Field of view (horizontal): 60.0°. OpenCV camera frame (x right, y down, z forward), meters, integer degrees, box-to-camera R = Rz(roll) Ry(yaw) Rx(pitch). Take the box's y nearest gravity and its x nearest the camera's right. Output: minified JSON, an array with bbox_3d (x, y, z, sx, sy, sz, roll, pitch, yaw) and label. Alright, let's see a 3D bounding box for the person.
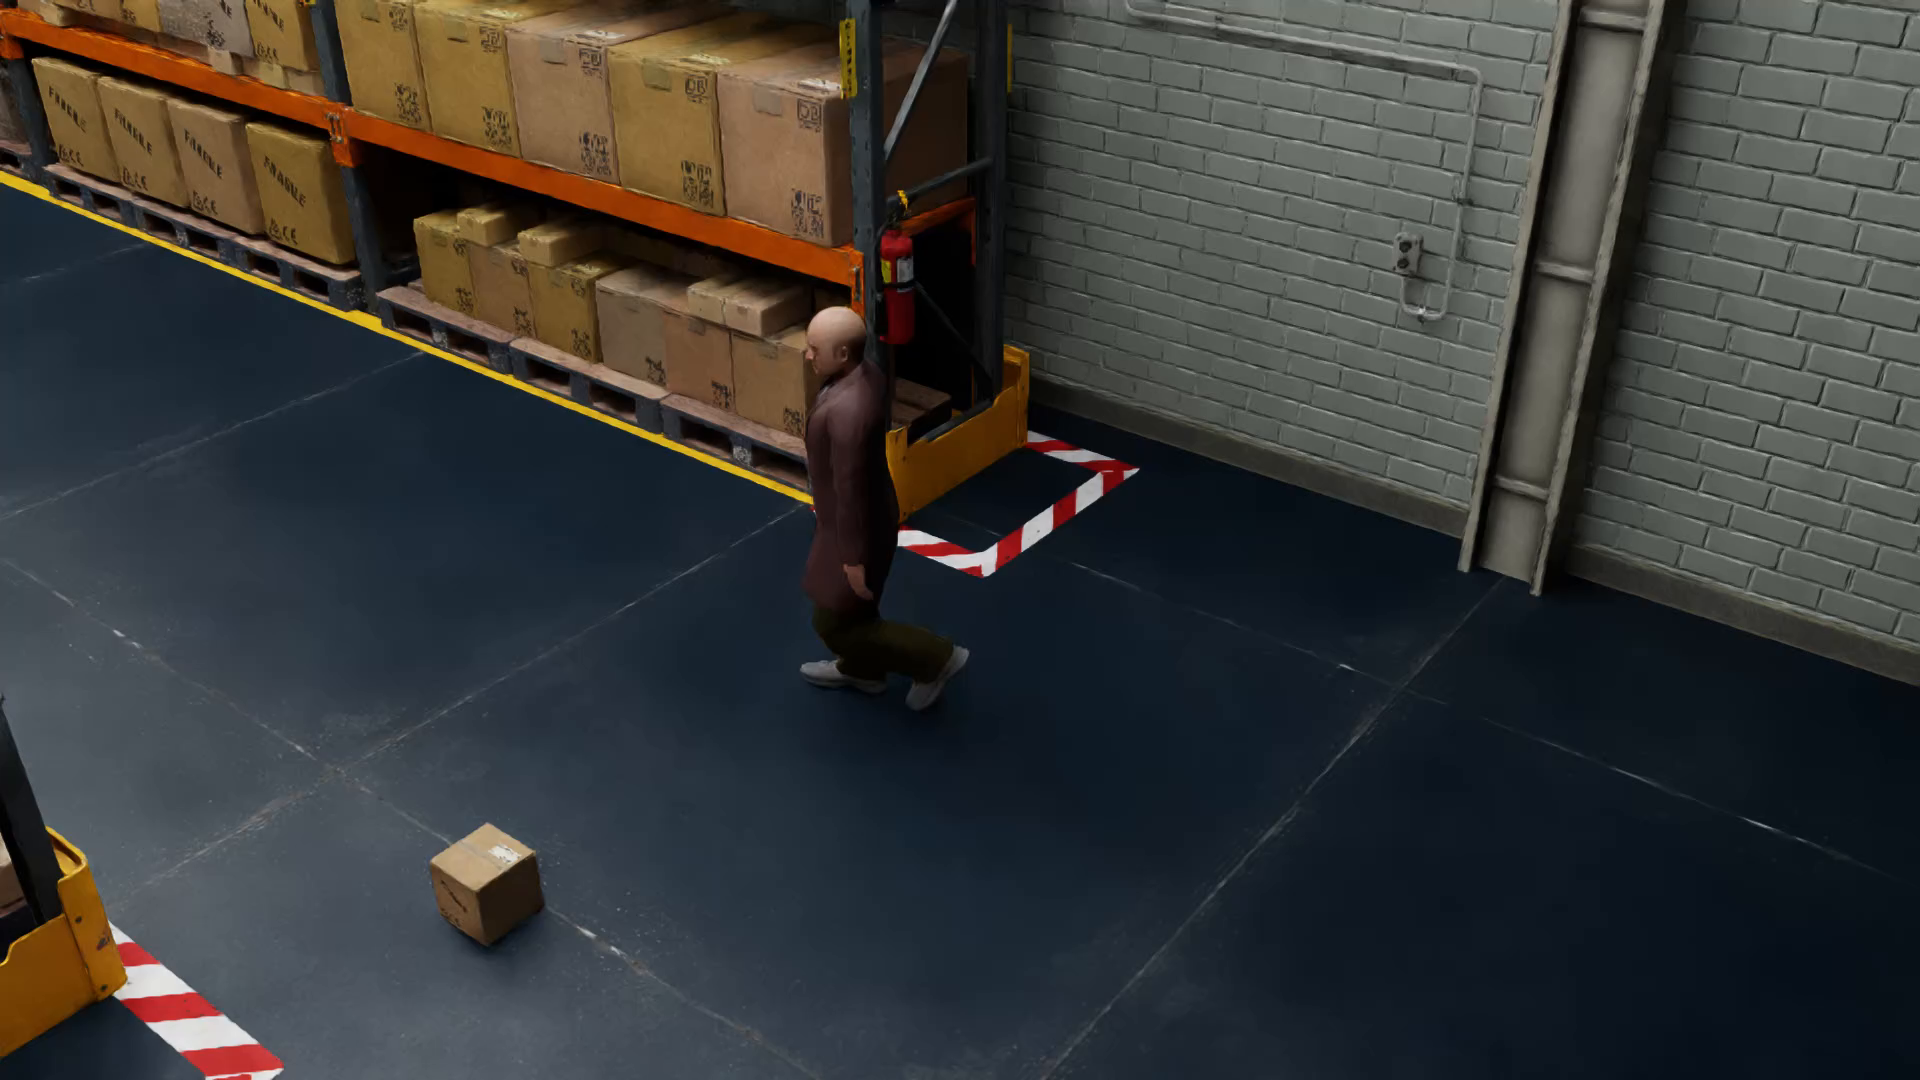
[{"bbox_3d":[-0.304,0.021,6.292,0.657,1.570,0.692,-3,31,-5],"label":"person"}]
